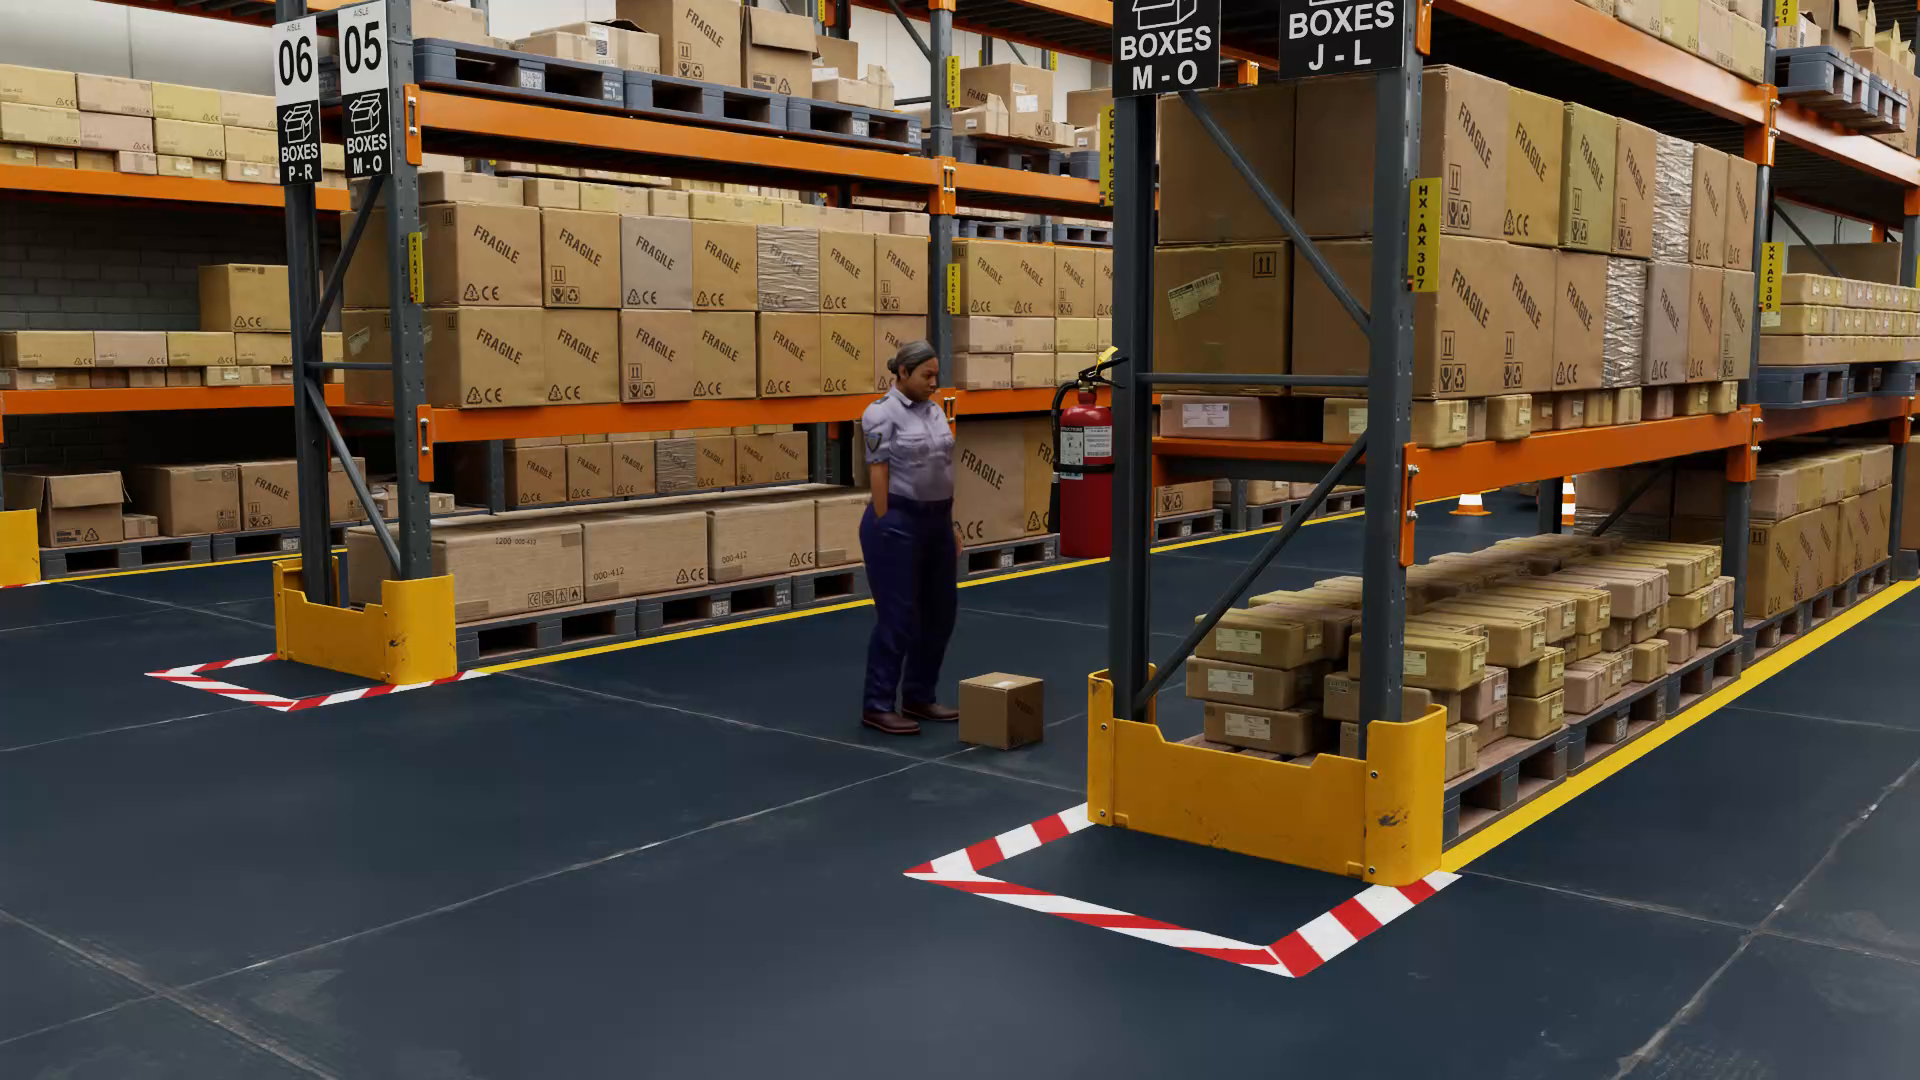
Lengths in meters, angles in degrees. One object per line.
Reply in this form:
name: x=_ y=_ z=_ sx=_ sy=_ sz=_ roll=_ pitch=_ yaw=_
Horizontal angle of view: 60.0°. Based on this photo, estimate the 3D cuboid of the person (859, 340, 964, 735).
person: x=-0.198 y=-0.023 z=7.064 sx=0.339 sy=1.640 sz=0.474 roll=6 pitch=9 yaw=40
